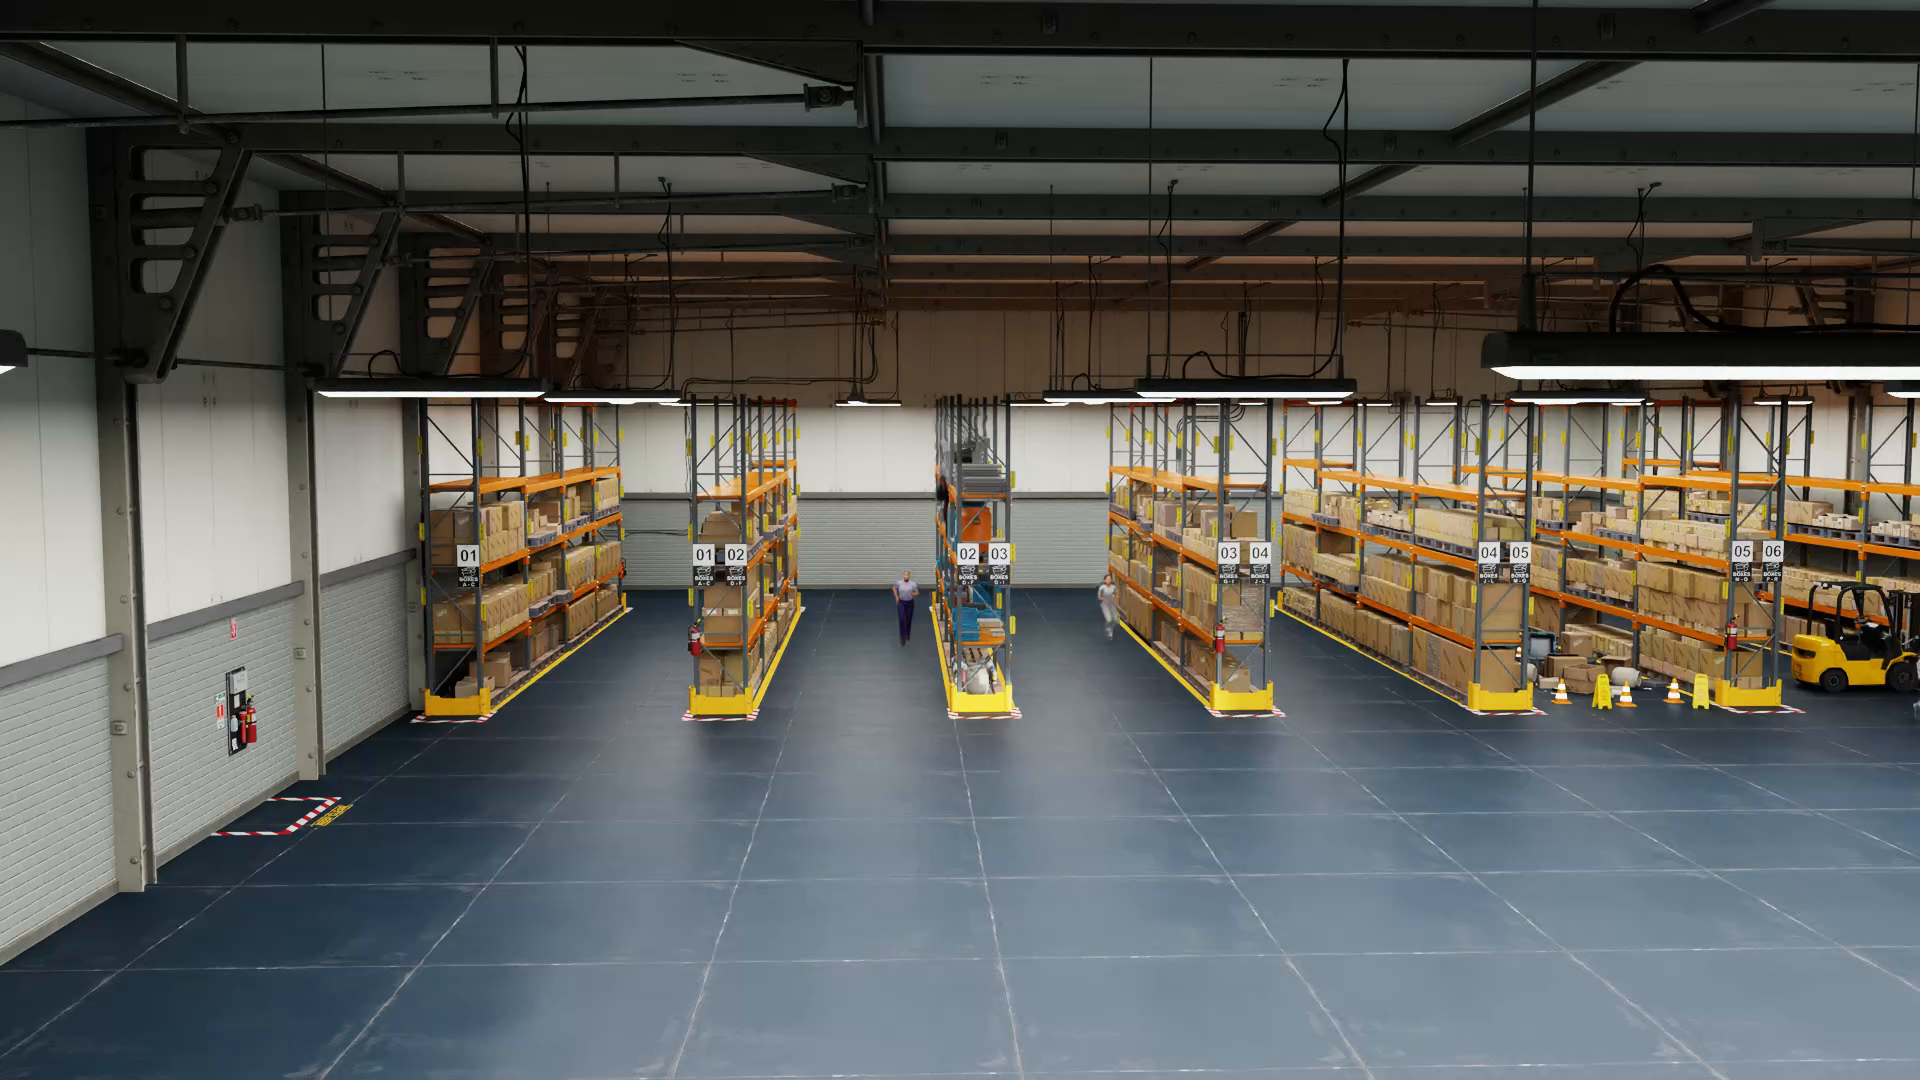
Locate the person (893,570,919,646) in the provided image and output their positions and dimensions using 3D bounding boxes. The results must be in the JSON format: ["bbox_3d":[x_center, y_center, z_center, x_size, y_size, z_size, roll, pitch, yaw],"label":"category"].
[{"bbox_3d":[-1.251,1.564,38.822,0.593,1.721,0.765,-1,5,-8],"label":"person"}]

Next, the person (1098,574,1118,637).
[{"bbox_3d":[3.647,1.613,40.620,0.553,1.545,0.565,-1,5,-10],"label":"person"}]
